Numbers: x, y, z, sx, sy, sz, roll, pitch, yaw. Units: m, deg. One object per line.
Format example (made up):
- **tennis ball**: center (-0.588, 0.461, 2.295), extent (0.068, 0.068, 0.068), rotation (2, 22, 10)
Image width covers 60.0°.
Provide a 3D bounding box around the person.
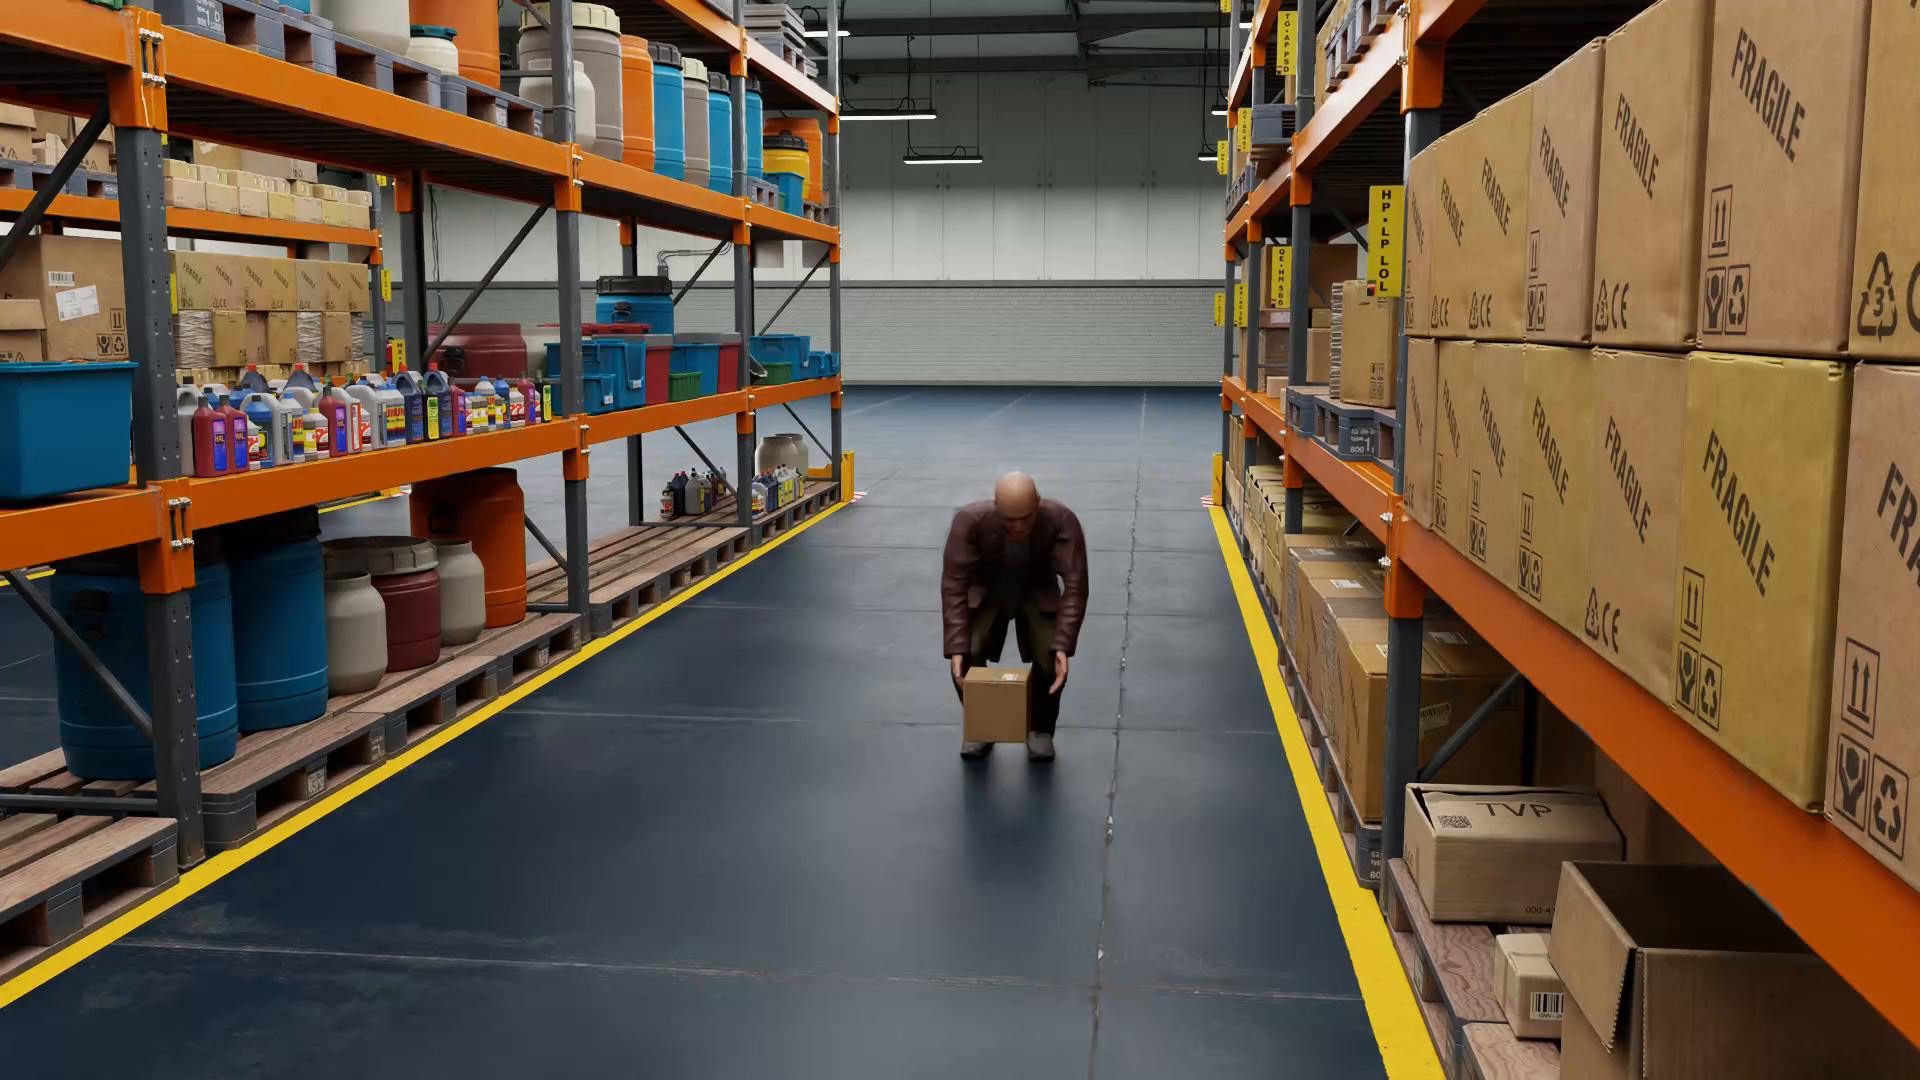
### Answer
- **person**: center (0.235, 0.309, 7.057), extent (0.630, 1.242, 0.797), rotation (1, 7, 6)
